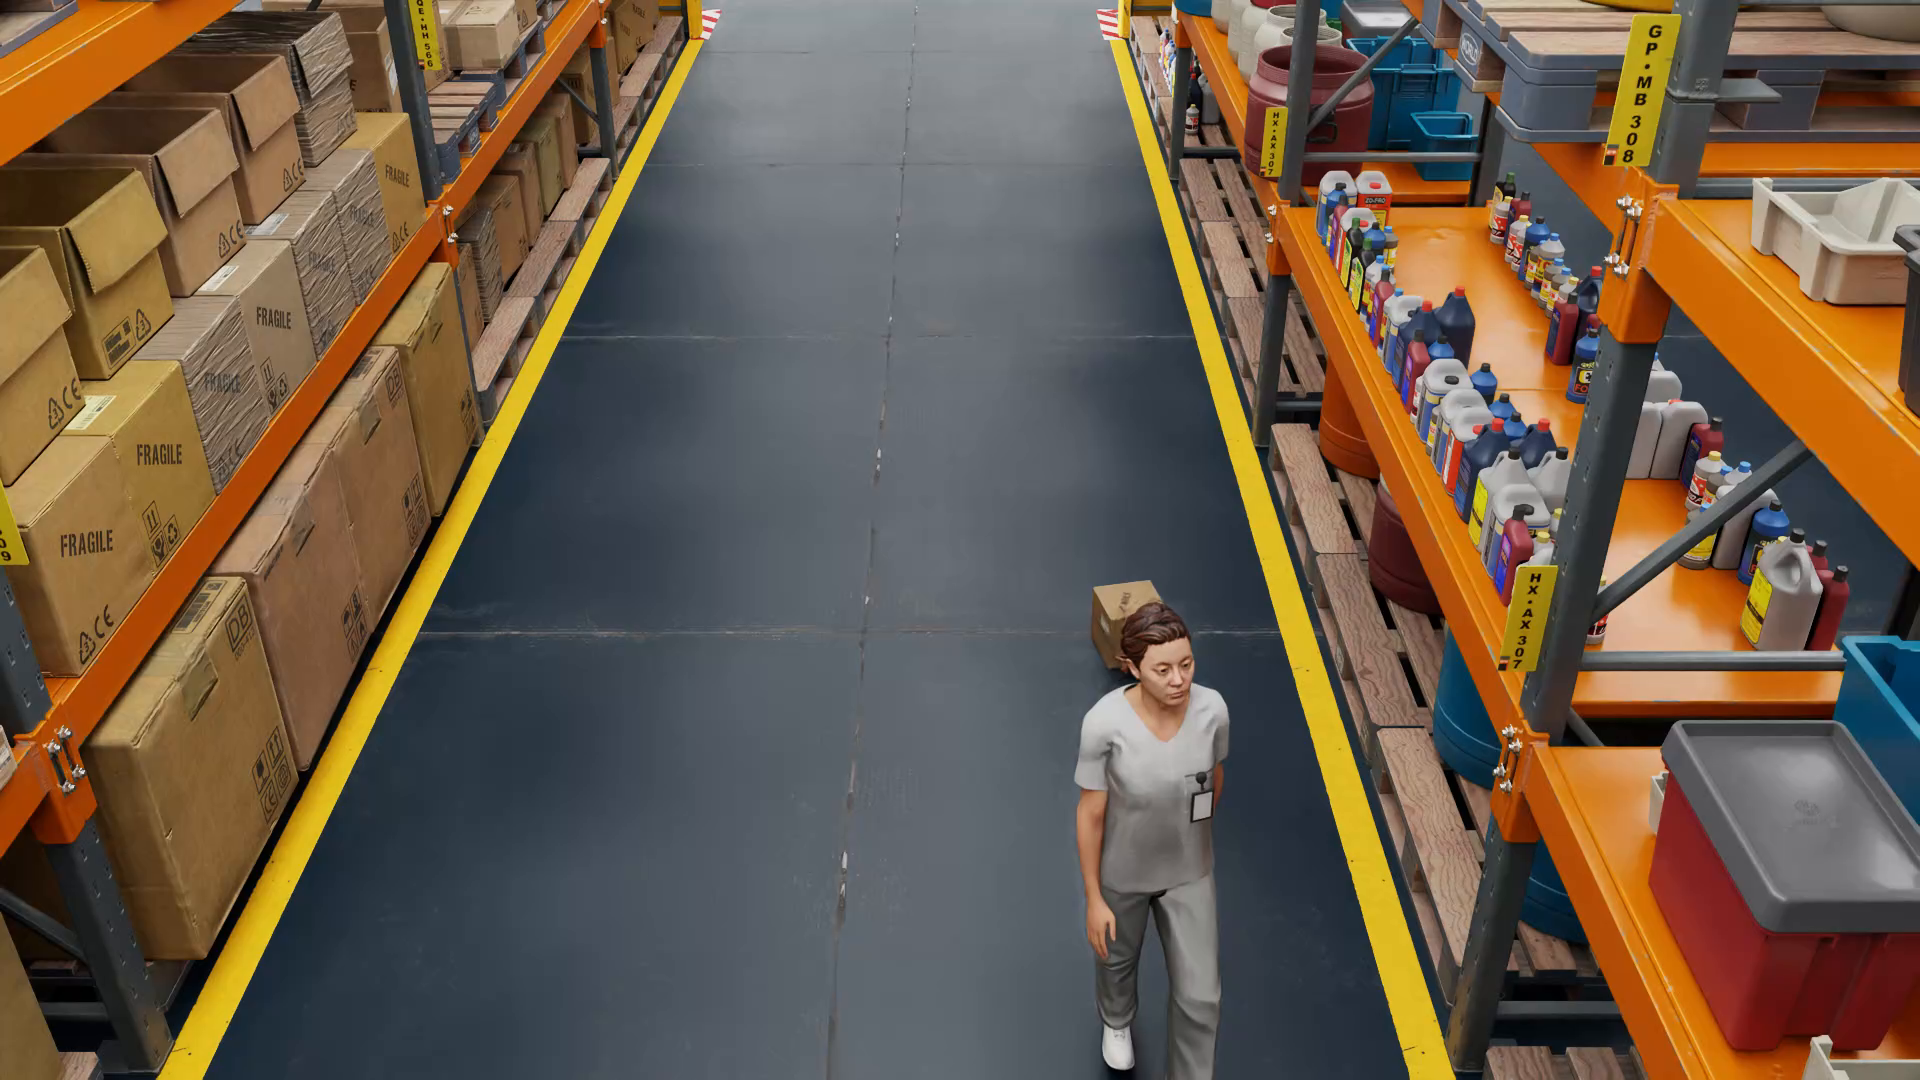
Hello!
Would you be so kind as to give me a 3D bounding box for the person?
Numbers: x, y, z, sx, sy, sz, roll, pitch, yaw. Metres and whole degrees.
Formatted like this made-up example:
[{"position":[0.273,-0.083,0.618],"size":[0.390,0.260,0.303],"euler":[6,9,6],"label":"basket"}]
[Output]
[{"position":[0.530,1.083,4.648],"size":[0.445,1.450,0.712],"euler":[-3,32,-5],"label":"person"}]
